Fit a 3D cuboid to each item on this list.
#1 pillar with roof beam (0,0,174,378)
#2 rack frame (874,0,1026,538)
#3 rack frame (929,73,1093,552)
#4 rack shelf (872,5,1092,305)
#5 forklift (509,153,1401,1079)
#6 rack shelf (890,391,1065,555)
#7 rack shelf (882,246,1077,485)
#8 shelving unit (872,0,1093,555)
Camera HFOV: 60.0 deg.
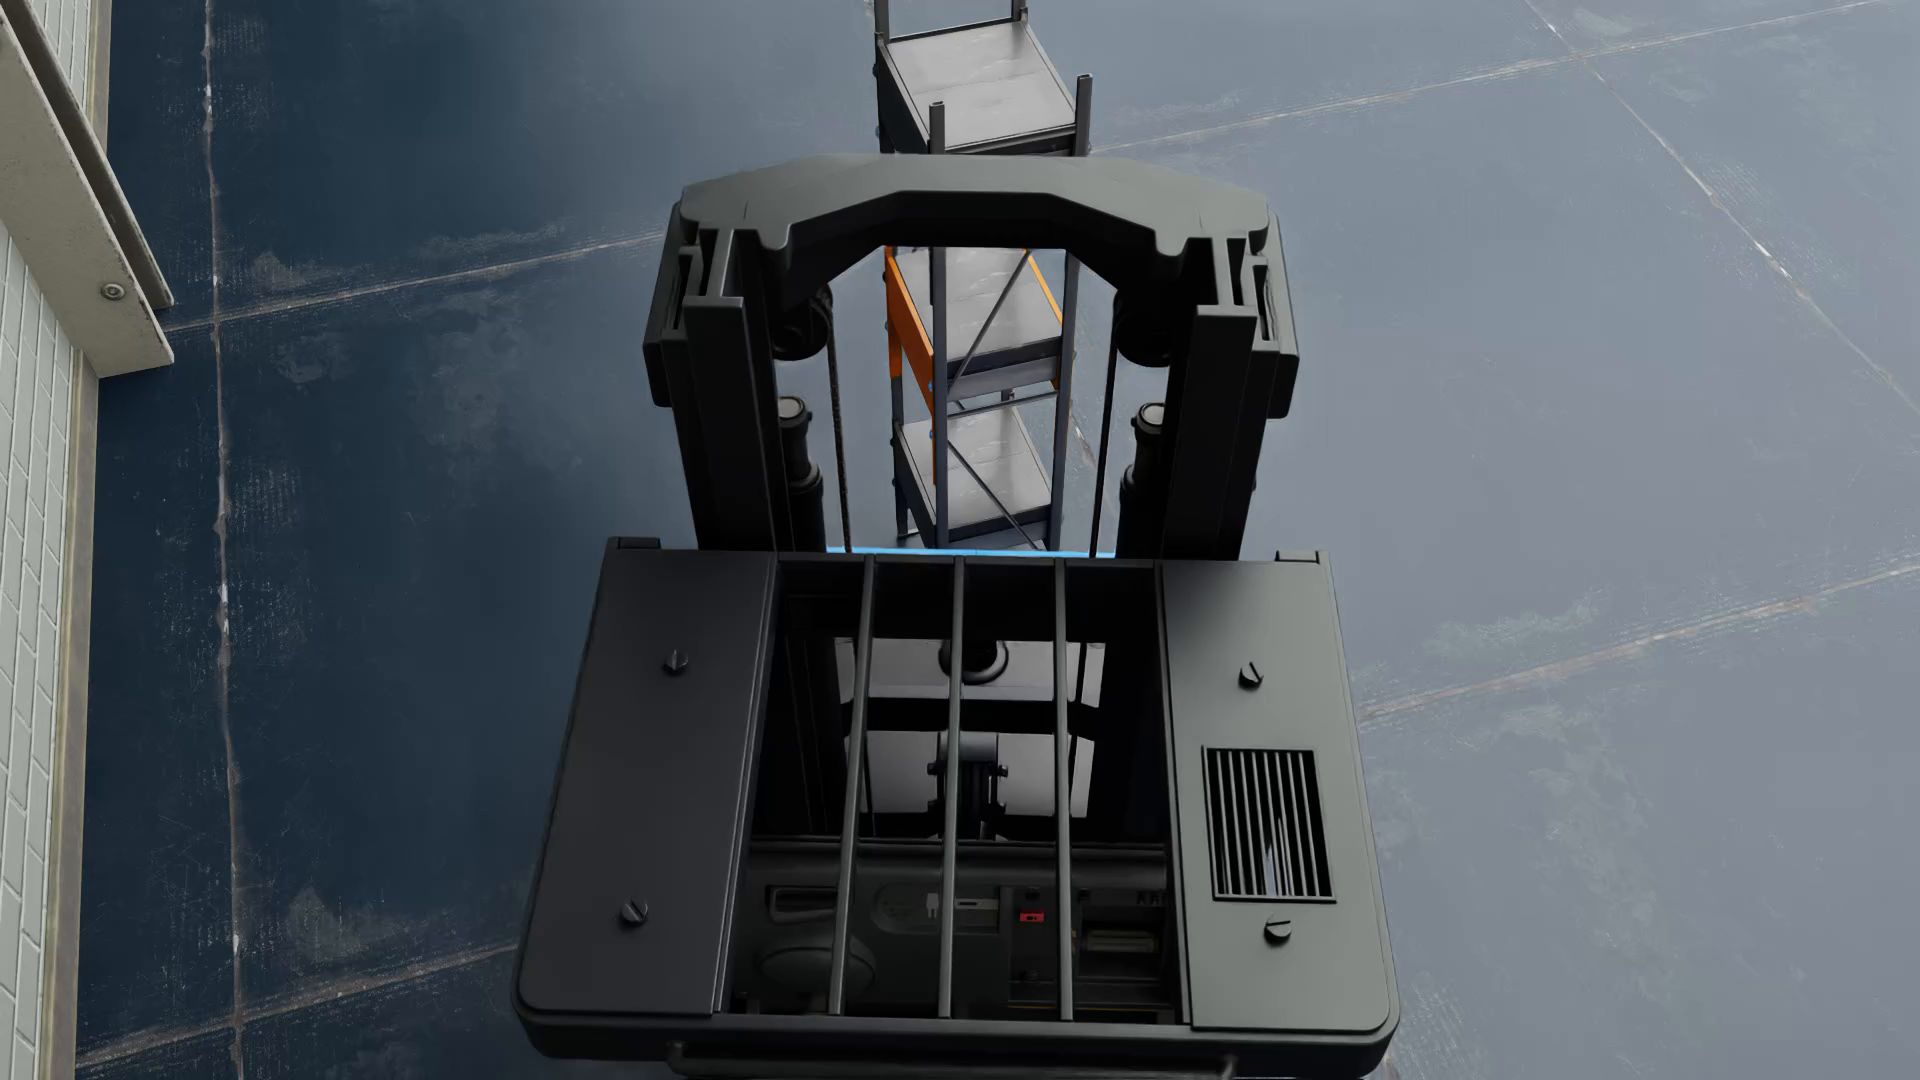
[{"bbox_3d":[0.920,-4.654,3.788,9.100,9.000,0.400,-13,51,-11],"label":"pillar with roof beam"},{"bbox_3d":[-0.023,-0.734,4.996,0.400,2.100,0.015,-13,51,-11],"label":"rack frame"},{"bbox_3d":[0.121,-0.378,4.695,0.400,2.100,0.015,-13,51,-11],"label":"rack frame"},{"bbox_3d":[0.049,-0.998,4.321,0.431,0.518,0.480,-13,51,-11],"label":"rack shelf"},{"bbox_3d":[0.003,0.901,3.073,1.130,2.935,3.031,1,50,1],"label":"forklift"},{"bbox_3d":[0.049,-0.096,5.391,0.431,0.518,0.480,-13,51,-11],"label":"rack shelf"},{"bbox_3d":[0.049,-0.547,4.856,0.431,0.518,0.480,-13,51,-11],"label":"rack shelf"},{"bbox_3d":[0.049,-0.556,4.845,0.431,2.100,0.503,-13,51,-11],"label":"shelving unit"}]
